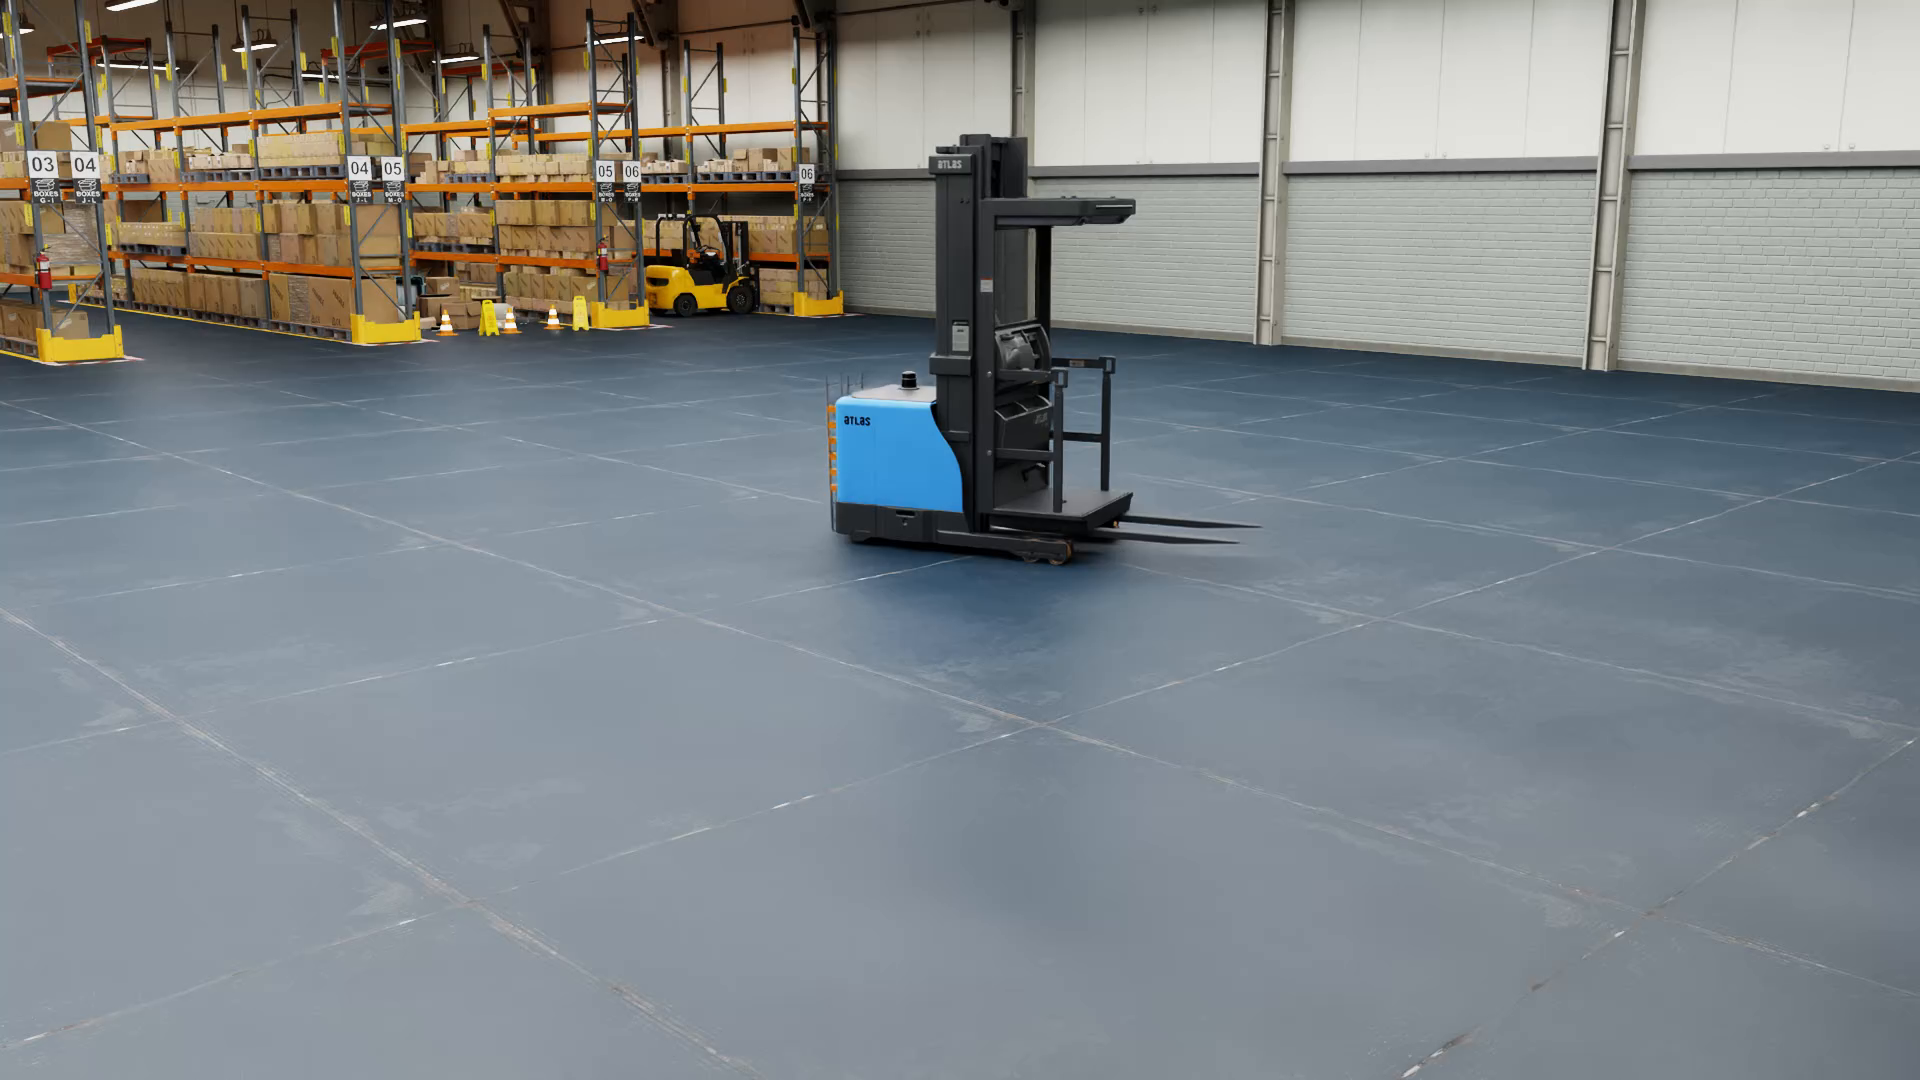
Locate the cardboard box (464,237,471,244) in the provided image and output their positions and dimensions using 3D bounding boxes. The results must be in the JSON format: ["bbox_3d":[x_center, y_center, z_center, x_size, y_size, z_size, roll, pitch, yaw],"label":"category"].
[{"bbox_3d":[-10.558,-6.523,36.221,0.380,0.149,0.250,-11,16,-42],"label":"cardboard box"}]

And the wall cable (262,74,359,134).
[{"bbox_3d":[-19.284,-12.280,49.620,2.988,3.039,0.133,-11,16,-43],"label":"wall cable"}]

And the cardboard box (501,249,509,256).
[{"bbox_3d":[-9.466,-6.080,35.111,0.380,0.149,0.250,-11,16,-43],"label":"cardboard box"}]

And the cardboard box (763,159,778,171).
[{"bbox_3d":[-4.069,-8.176,36.271,0.396,0.266,0.258,-11,16,-42],"label":"cardboard box"}]

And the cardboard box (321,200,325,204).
[{"bbox_3d":[-15.687,-8.409,41.462,0.380,0.149,0.250,-11,16,-42],"label":"cardboard box"}]

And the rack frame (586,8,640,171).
[{"bbox_3d":[-6.689,-8.648,32.086,1.000,3.000,0.127,-11,16,-43],"label":"rack frame"}]

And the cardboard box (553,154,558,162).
[{"bbox_3d":[-7.939,-7.655,33.347,0.250,0.149,0.380,11,16,44],"label":"cardboard box"}]

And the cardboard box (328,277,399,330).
[{"bbox_3d":[-10.715,-4.260,29.880,0.875,0.875,0.875,-11,16,-42],"label":"cardboard box"}]

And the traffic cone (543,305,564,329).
[{"bbox_3d":[-7.919,-4.350,32.380,0.336,0.463,0.334,-11,16,-43],"label":"traffic cone"}]

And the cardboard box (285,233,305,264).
[{"bbox_3d":[-12.014,-5.438,31.001,0.875,0.550,0.550,-11,16,-43],"label":"cardboard box"}]

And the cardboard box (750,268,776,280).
[{"bbox_3d":[-4.358,-5.920,37.010,0.500,0.250,0.500,-11,16,-42],"label":"cardboard box"}]

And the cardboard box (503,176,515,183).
[{"bbox_3d":[-9.275,-7.514,34.636,0.380,0.149,0.250,-11,16,-42],"label":"cardboard box"}]

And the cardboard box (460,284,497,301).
[{"bbox_3d":[-10.796,-5.494,37.116,0.950,0.372,0.625,-10,15,-41],"label":"cardboard box"}]

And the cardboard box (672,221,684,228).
[{"bbox_3d":[-6.583,-7.450,39.281,0.380,0.149,0.250,-11,16,-43],"label":"cardboard box"}]

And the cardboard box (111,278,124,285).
[{"bbox_3d":[-19.679,-6.015,38.725,0.250,0.149,0.380,11,16,42],"label":"cardboard box"}]

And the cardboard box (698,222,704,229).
[{"bbox_3d":[-5.834,-7.269,38.406,0.380,0.149,0.250,-11,16,-43],"label":"cardboard box"}]

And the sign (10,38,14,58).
[{"bbox_3d":[-16.214,-8.420,28.469,0.100,0.325,0.005,-11,16,-43],"label":"sign"}]

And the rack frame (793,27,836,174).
[{"bbox_3d":[-3.102,-9.340,35.446,1.000,3.000,0.127,-11,16,-43],"label":"rack frame"}]

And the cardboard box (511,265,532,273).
[{"bbox_3d":[-9.196,-5.687,34.890,0.380,0.149,0.250,-11,16,-42],"label":"cardboard box"}]

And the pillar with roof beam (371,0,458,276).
[{"bbox_3d":[-18.475,-11.595,46.388,9.100,9.000,0.548,-11,16,-43],"label":"pillar with roof beam"}]

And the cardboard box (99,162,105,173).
[{"bbox_3d":[-19.340,-8.507,37.966,0.500,0.250,0.500,11,16,43],"label":"cardboard box"}]

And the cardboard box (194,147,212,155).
[{"bbox_3d":[-16.160,-8.239,35.387,0.396,0.266,0.258,-11,16,-43],"label":"cardboard box"}]

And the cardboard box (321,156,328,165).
[{"bbox_3d":[-11.025,-6.682,29.309,0.380,0.149,0.250,-11,16,-42],"label":"cardboard box"}]

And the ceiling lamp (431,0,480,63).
[{"bbox_3d":[-12.399,-13.522,41.278,0.800,3.185,2.000,-11,16,-43],"label":"ceiling lamp"}]

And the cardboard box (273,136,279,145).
[{"bbox_3d":[-12.429,-7.369,30.668,0.380,0.149,0.250,-11,16,-43],"label":"cardboard box"}]

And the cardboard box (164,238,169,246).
[{"bbox_3d":[-16.567,-6.300,35.138,0.380,0.149,0.250,-11,16,-43],"label":"cardboard box"}]

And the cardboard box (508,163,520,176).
[{"bbox_3d":[-8.983,-7.659,34.352,0.500,0.250,0.500,-11,16,-43],"label":"cardboard box"}]

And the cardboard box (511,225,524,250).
[{"bbox_3d":[-8.986,-6.315,34.645,0.500,0.500,0.500,-11,16,-43],"label":"cardboard box"}]

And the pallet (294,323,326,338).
[{"bbox_3d":[-11.646,-3.923,30.931,1.003,0.211,1.213,-11,16,-43],"label":"pallet"}]

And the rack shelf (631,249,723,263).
[{"bbox_3d":[-7.245,-6.925,40.375,1.077,0.370,4.000,-11,16,-43],"label":"rack shelf"}]

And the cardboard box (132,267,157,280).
[{"bbox_3d":[-18.167,-5.961,37.205,0.500,0.250,0.500,11,16,43],"label":"cardboard box"}]

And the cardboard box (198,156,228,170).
[{"bbox_3d":[-15.037,-7.614,33.583,0.500,0.250,0.500,-10,16,-41],"label":"cardboard box"}]

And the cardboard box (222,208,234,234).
[{"bbox_3d":[-14.362,-6.422,33.422,0.700,0.500,0.500,-11,16,-43],"label":"cardboard box"}]

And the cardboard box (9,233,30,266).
[{"bbox_3d":[-14.648,-4.664,26.630,0.875,0.500,0.500,-11,16,-43],"label":"cardboard box"}]

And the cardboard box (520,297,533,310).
[{"bbox_3d":[-8.862,-4.952,34.789,0.500,0.250,0.500,-10,15,-39],"label":"cardboard box"}]

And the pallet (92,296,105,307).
[{"bbox_3d":[-19.822,-5.662,39.370,1.003,0.211,1.213,-11,16,-43],"label":"pallet"}]

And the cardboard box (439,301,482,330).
[{"bbox_3d":[-9.733,-4.391,32.476,0.637,0.503,0.797,1,12,6],"label":"cardboard box"}]

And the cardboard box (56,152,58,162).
[{"bbox_3d":[-14.252,-6.063,26.357,0.380,0.149,0.250,-11,16,-44],"label":"cardboard box"}]

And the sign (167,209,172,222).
[{"bbox_3d":[-18.087,-7.401,38.034,0.100,0.325,0.005,-11,16,-43],"label":"sign"}]

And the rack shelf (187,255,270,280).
[{"bbox_3d":[-14.343,-5.529,33.595,1.077,0.370,4.000,-11,16,-43],"label":"rack shelf"}]

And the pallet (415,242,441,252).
[{"bbox_3d":[-11.644,-6.694,37.945,1.213,0.211,1.003,-11,16,-43],"label":"pallet"}]

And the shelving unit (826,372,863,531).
[{"bbox_3d":[-0.860,-0.671,12.683,0.189,1.200,0.258,4,12,25],"label":"shelving unit"}]

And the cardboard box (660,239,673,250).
[{"bbox_3d":[-6.752,-7.022,39.433,0.500,0.250,0.500,-11,16,-43],"label":"cardboard box"}]

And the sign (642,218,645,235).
[{"bbox_3d":[-6.297,-6.209,32.972,0.100,0.325,0.005,-11,16,-43],"label":"sign"}]

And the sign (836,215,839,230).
[{"bbox_3d":[-2.696,-6.941,36.328,0.100,0.325,0.005,-11,16,-43],"label":"sign"}]

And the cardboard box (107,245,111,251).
[{"bbox_3d":[-19.620,-6.789,38.552,0.250,0.149,0.380,11,16,43],"label":"cardboard box"}]

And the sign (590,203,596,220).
[{"bbox_3d":[-7.104,-6.357,32.182,0.100,0.325,0.005,-11,16,-43],"label":"sign"}]

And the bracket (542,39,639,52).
[{"bbox_3d":[-9.397,-12.593,42.315,0.076,0.066,4.783,-11,16,-43],"label":"bracket"}]

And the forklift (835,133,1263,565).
[{"bbox_3d":[0.638,-1.386,11.877,3.031,2.935,1.130,5,13,24],"label":"forklift"}]

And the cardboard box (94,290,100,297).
[{"bbox_3d":[-20.250,-5.842,39.356,0.250,0.149,0.380,11,16,42],"label":"cardboard box"}]

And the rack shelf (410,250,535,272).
[{"bbox_3d":[-10.832,-6.233,37.015,1.077,0.370,4.000,-11,16,-43],"label":"rack shelf"}]

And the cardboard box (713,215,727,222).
[{"bbox_3d":[-5.430,-7.349,38.055,0.380,0.149,0.250,-11,16,-44],"label":"cardboard box"}]
